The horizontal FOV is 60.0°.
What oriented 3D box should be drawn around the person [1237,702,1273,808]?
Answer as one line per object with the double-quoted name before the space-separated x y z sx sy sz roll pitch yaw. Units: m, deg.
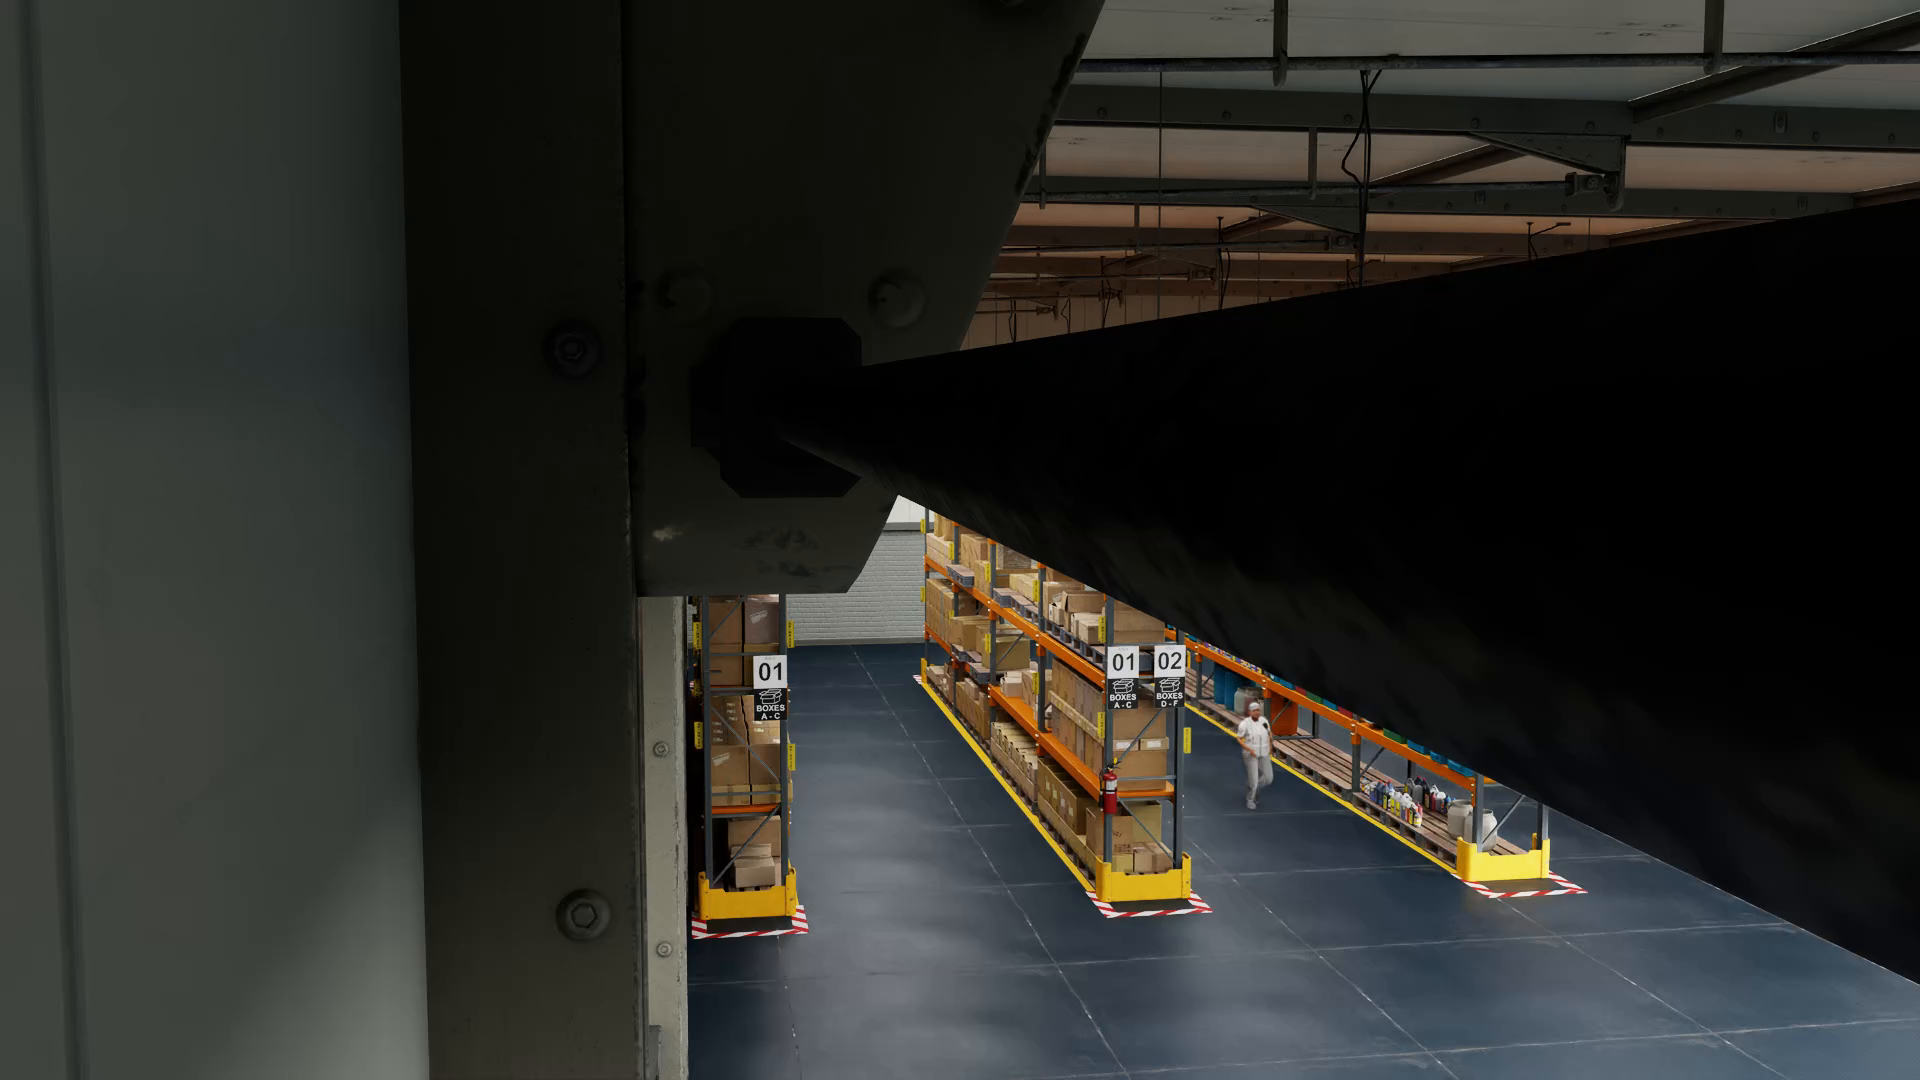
"person" 4.525 3.292 25.383 0.585 1.630 0.508 -1 5 -13
